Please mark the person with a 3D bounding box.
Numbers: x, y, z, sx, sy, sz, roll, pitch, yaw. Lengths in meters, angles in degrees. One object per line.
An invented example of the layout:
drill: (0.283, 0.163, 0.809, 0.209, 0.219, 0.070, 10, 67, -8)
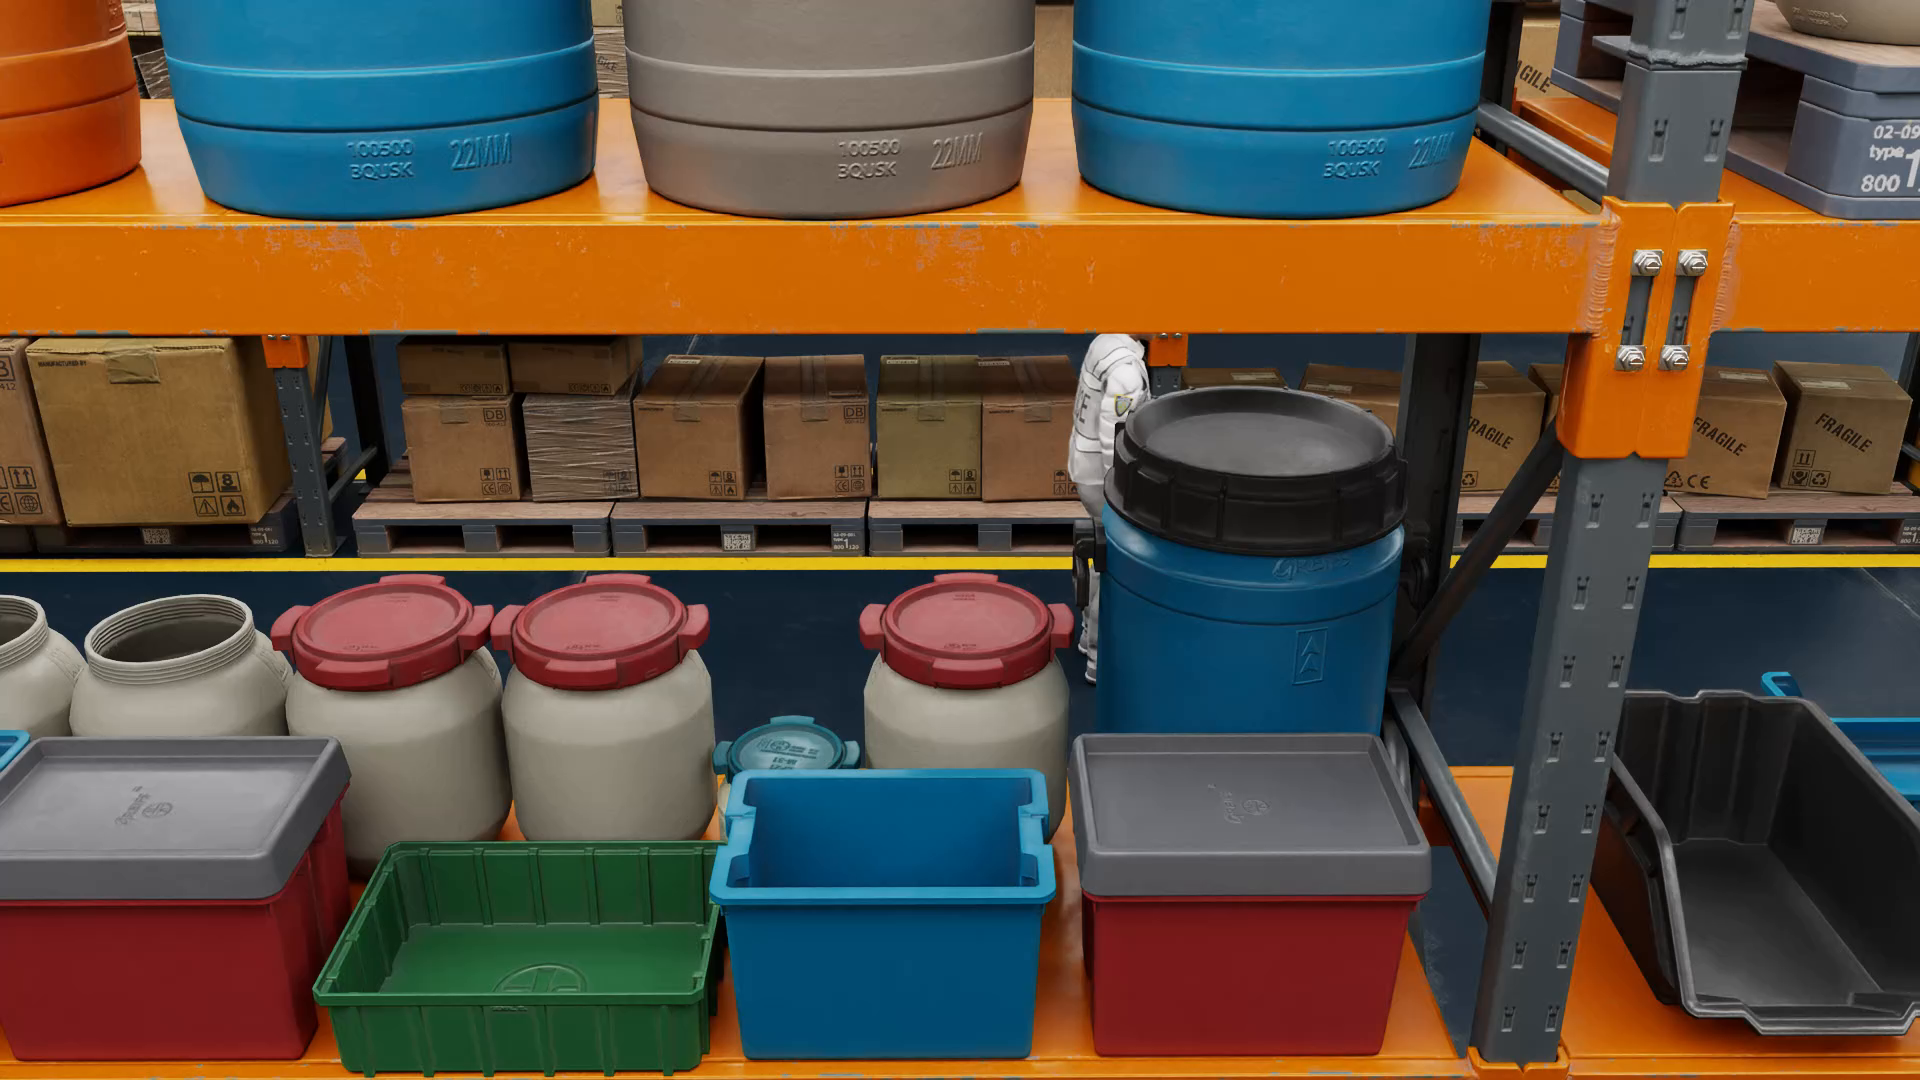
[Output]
person: (0.618, -0.240, 6.632, 0.374, 1.663, 0.526, -1, 24, -1)
